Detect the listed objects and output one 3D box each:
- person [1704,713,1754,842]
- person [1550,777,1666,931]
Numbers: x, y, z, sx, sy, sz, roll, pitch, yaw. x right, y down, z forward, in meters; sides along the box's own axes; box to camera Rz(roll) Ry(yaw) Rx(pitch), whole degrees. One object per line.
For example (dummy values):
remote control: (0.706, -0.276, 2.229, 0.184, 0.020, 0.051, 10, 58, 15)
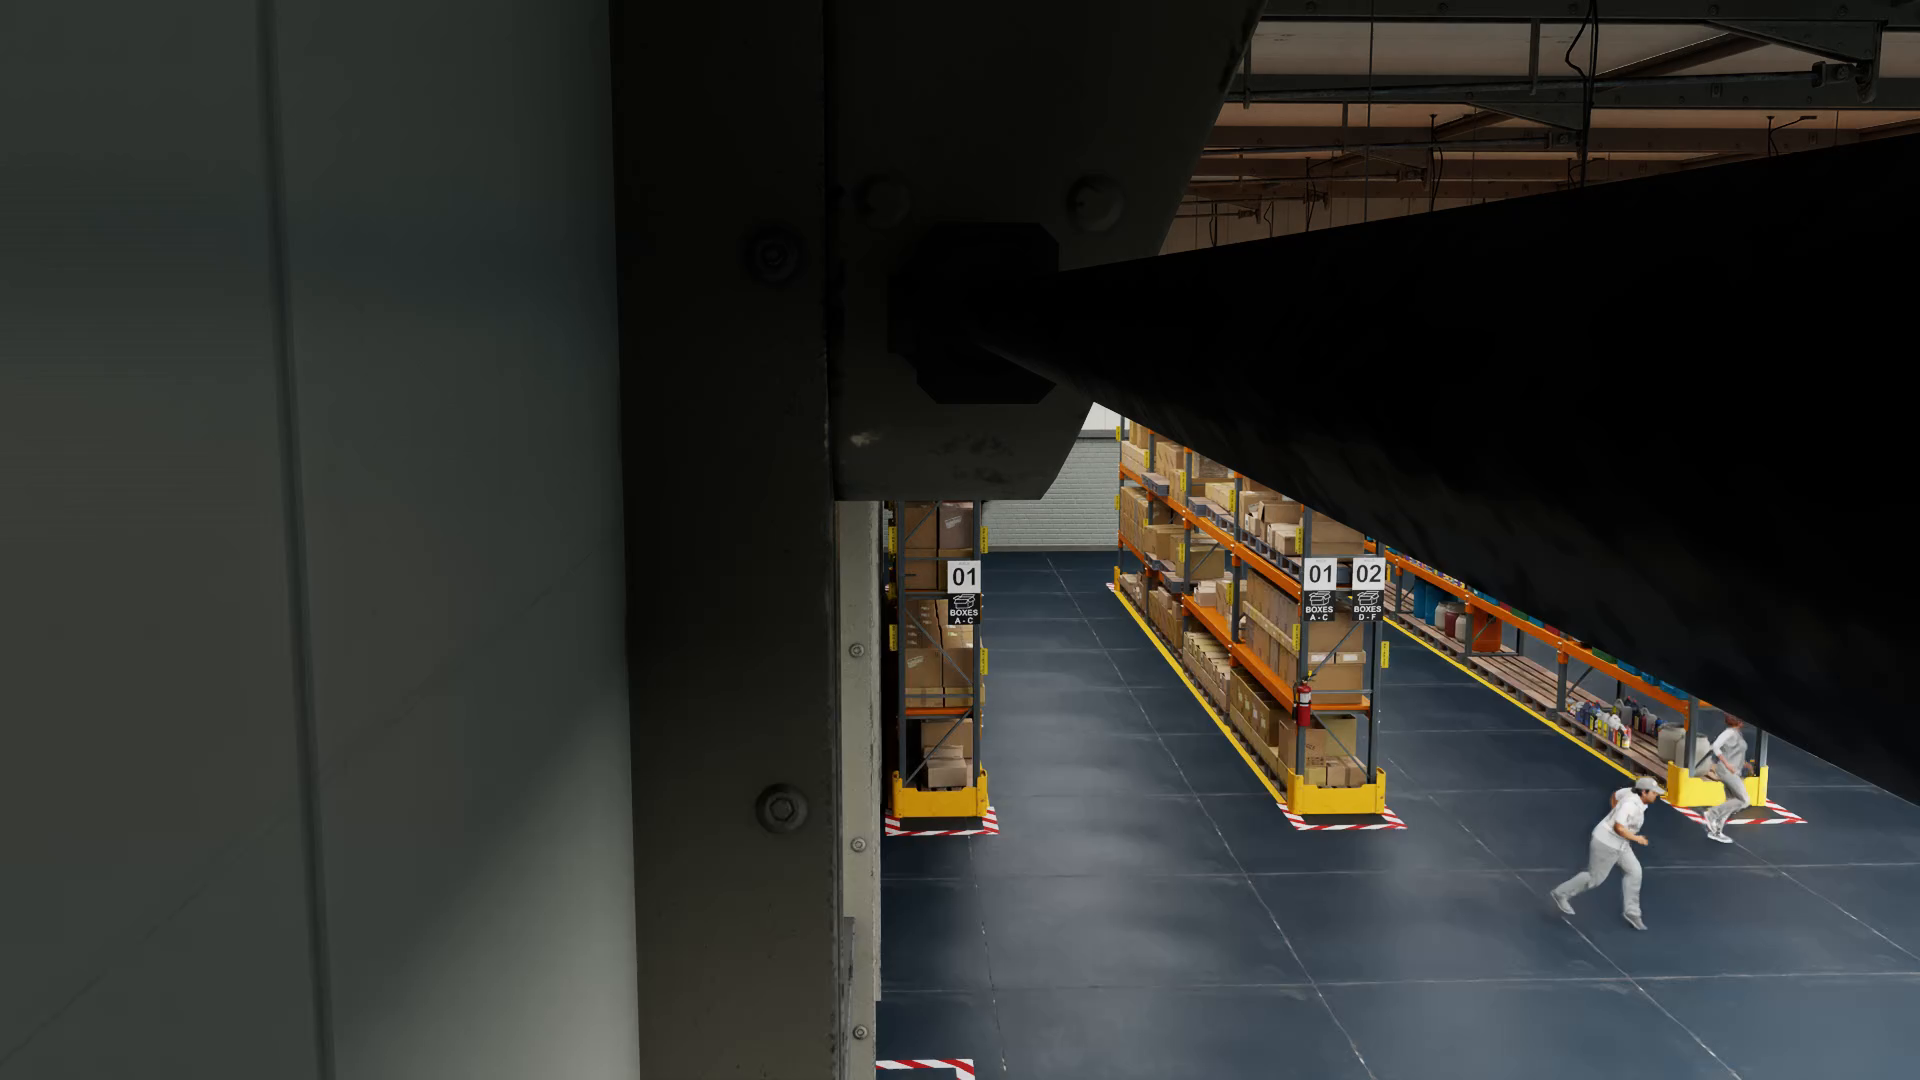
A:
person: (9.114, 2.768, 19.640, 0.468, 1.543, 0.575, 5, 9, 29)
person: (6.592, 3.156, 16.948, 1.036, 1.627, 0.648, 4, 9, 25)
